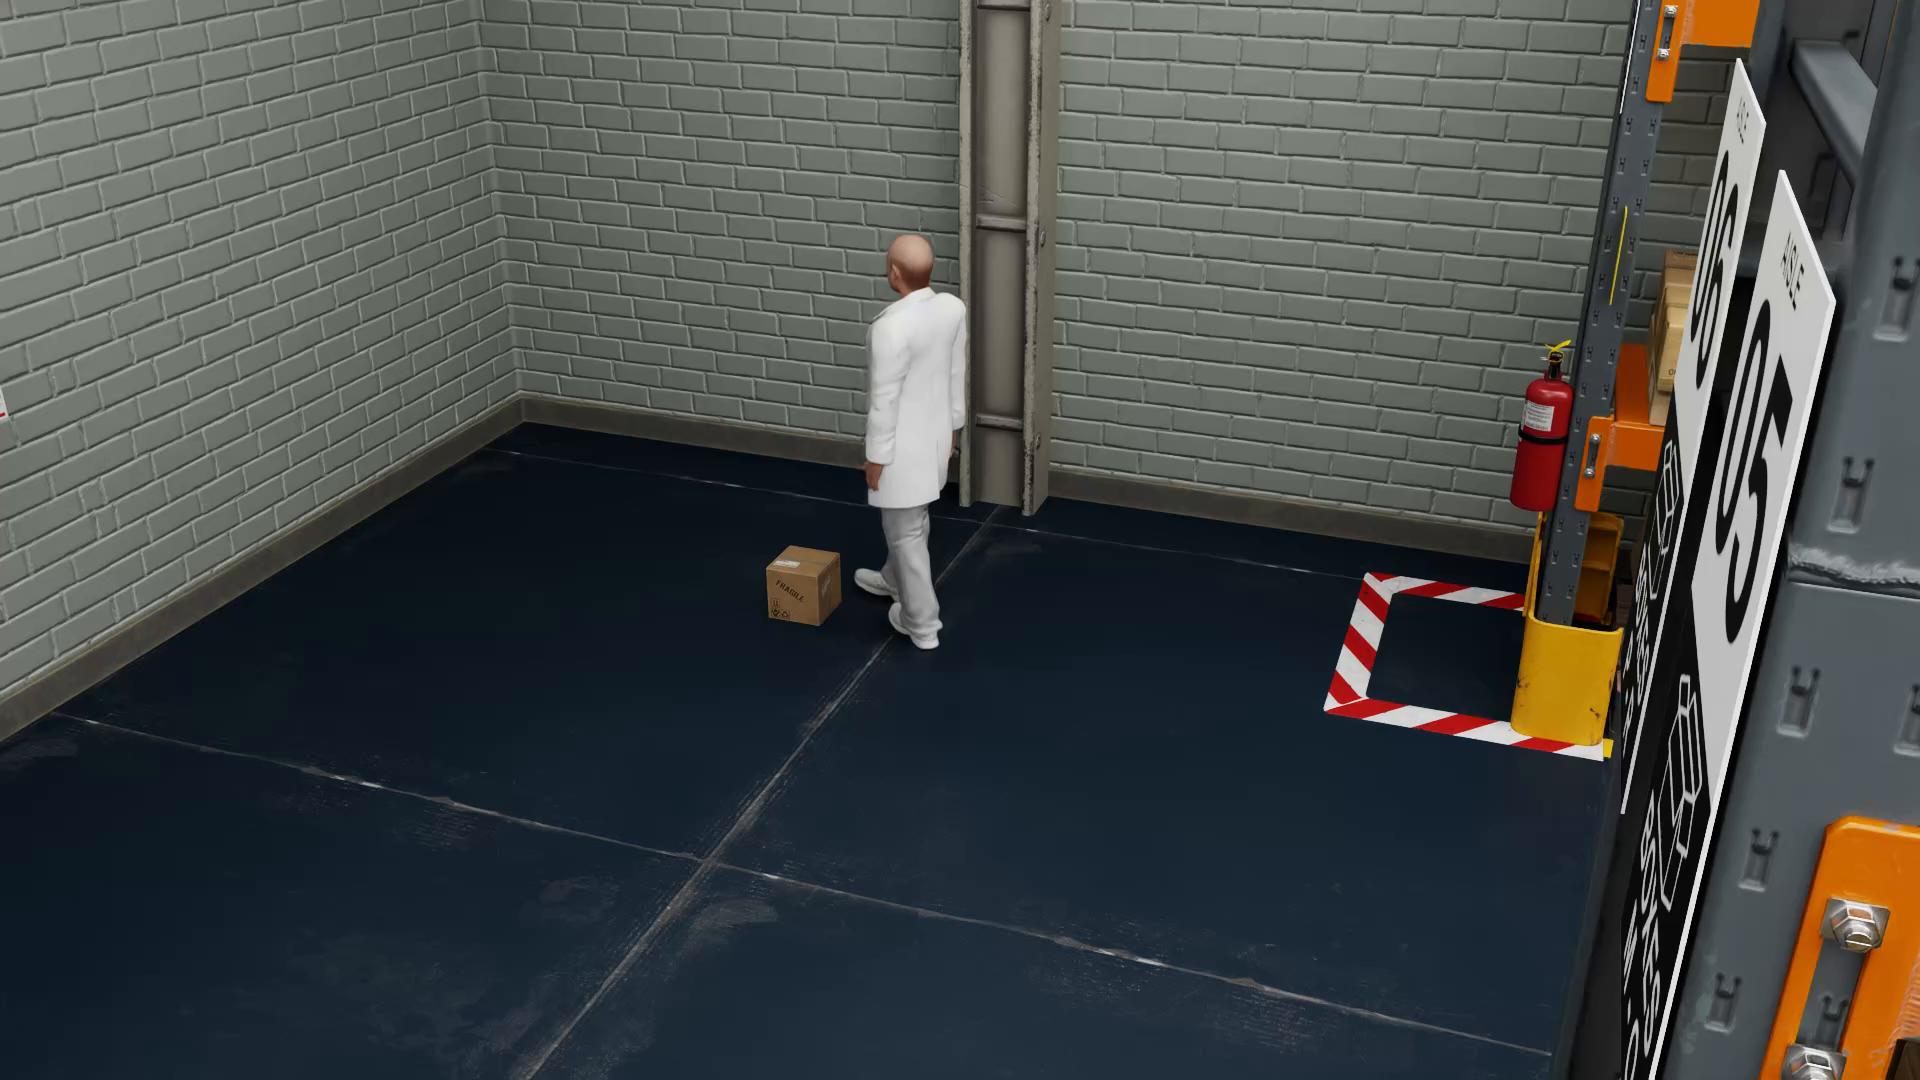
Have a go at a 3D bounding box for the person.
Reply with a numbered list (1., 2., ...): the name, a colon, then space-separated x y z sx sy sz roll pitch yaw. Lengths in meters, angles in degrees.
1. person: -0.306 -0.450 7.062 0.667 1.774 0.593 18 31 32
